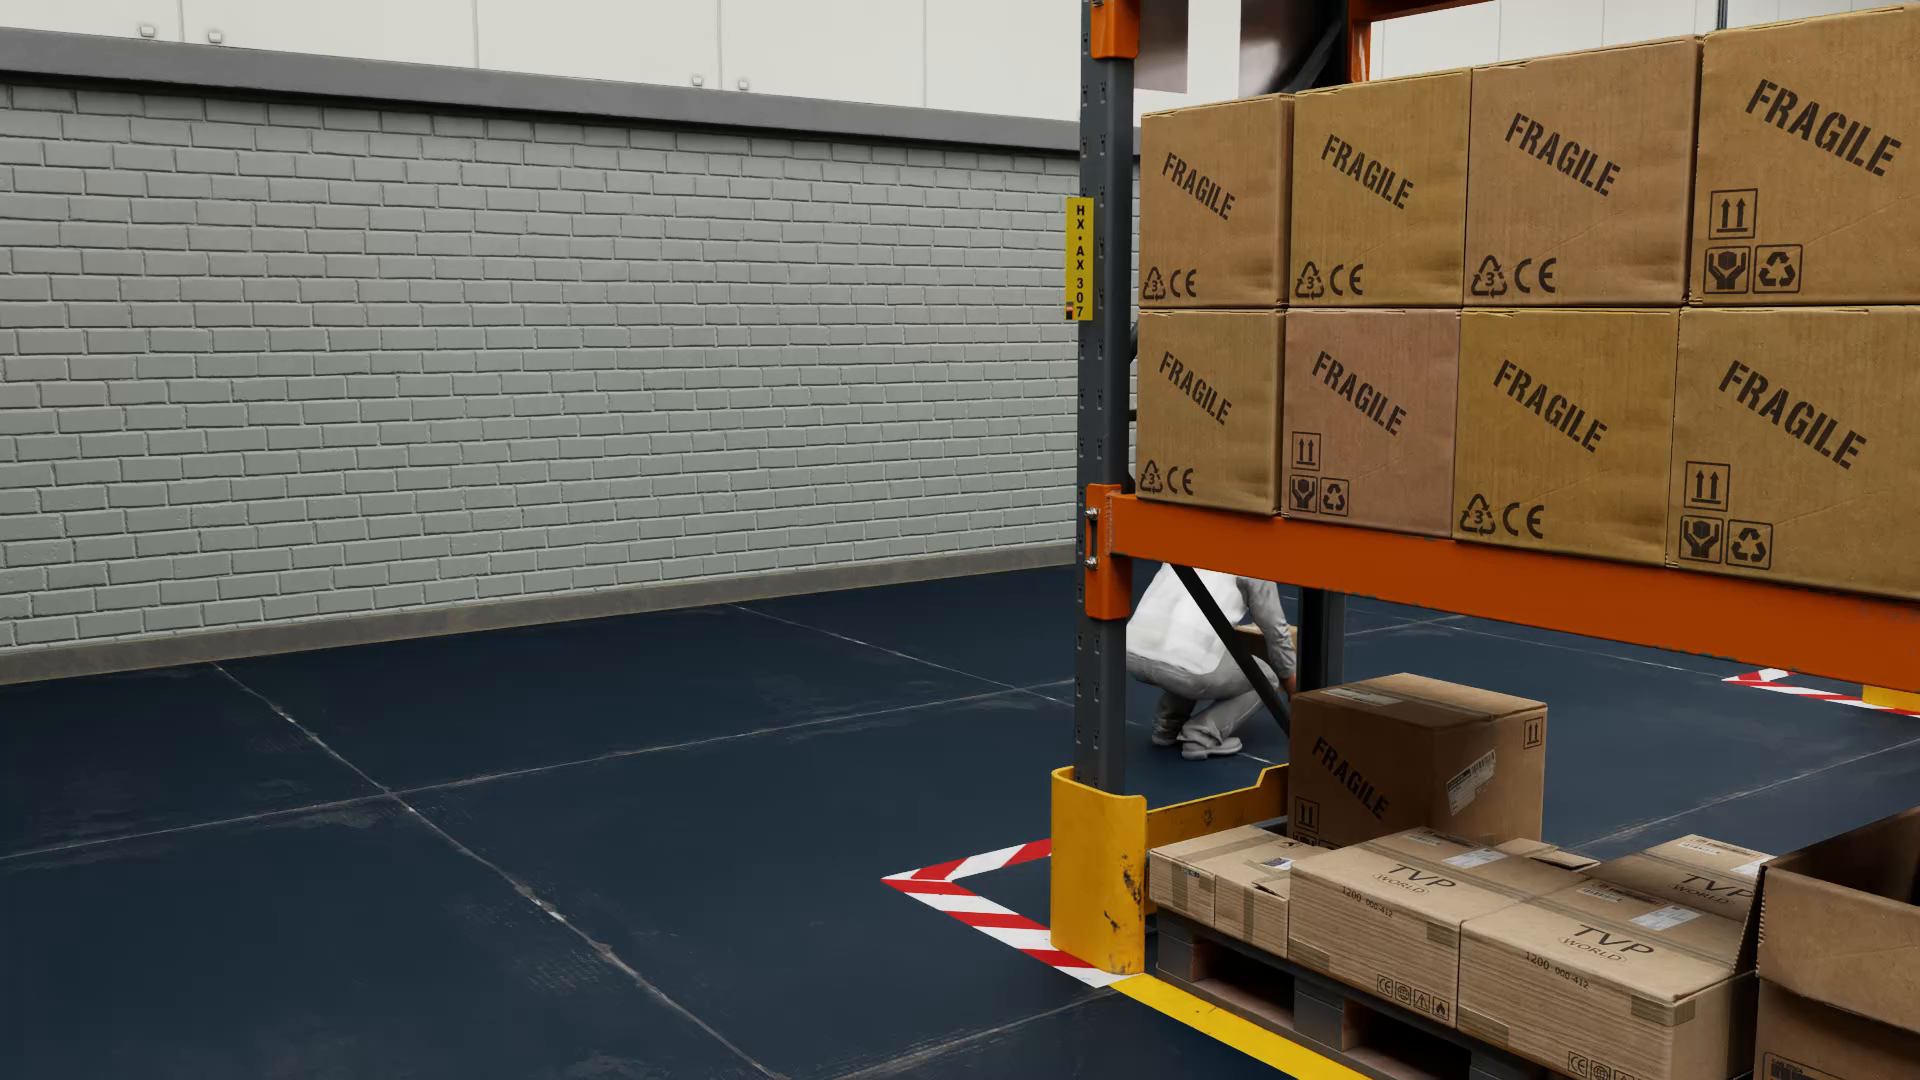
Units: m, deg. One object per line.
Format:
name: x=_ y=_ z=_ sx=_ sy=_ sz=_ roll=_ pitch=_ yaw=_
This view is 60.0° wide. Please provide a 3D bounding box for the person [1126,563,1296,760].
person: x=1.056 y=0.360 z=6.939 sx=0.863 sy=1.010 sz=0.527 roll=-6 pitch=10 yaw=-36
